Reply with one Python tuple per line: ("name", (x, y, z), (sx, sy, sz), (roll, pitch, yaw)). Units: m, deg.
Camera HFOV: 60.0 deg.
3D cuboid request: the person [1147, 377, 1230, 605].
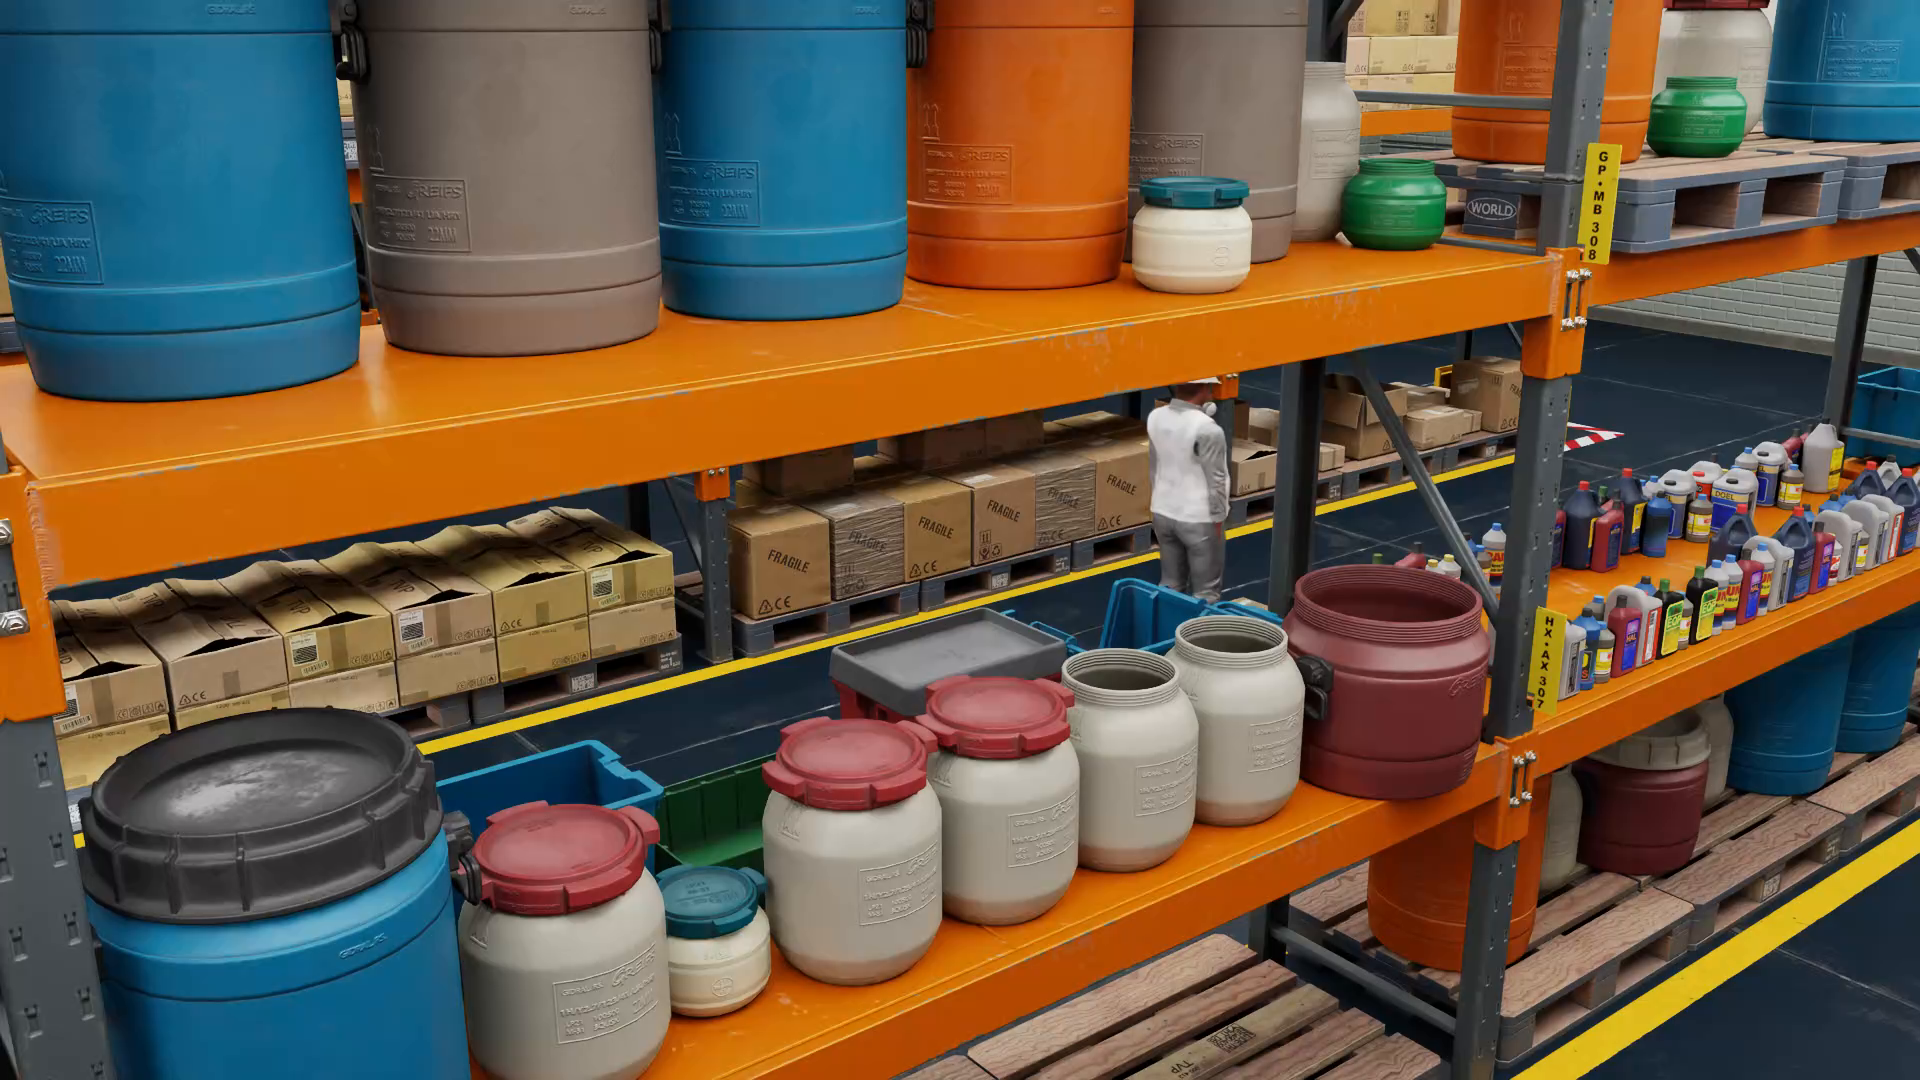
("person", (1.223, -0.135, 8.954), (0.357, 1.763, 0.534), (-13, 22, -35))
